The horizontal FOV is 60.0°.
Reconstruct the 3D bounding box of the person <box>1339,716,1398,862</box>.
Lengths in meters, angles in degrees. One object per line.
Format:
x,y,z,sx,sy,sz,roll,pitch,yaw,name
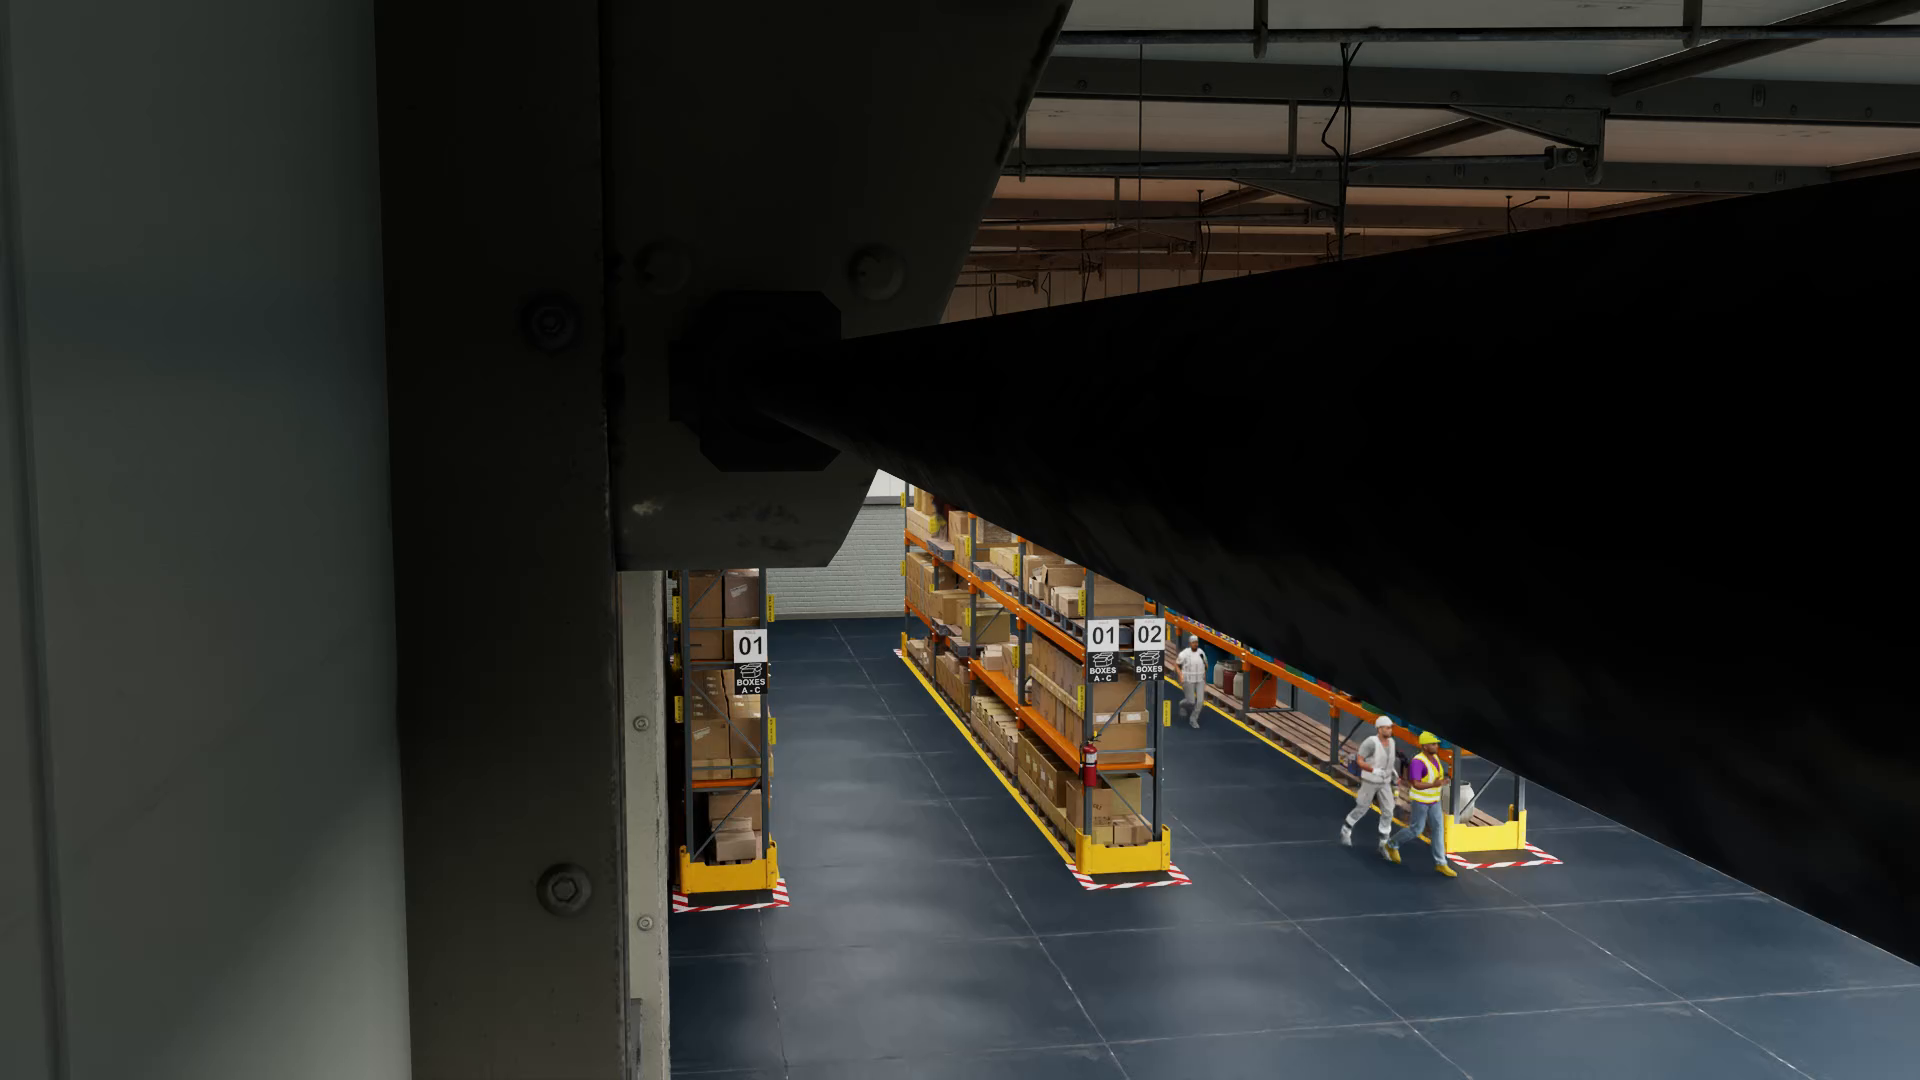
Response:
5.463,3.192,21.703,0.719,1.818,0.869,-3,7,-24,person

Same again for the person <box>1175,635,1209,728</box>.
4.117,2.491,29.408,0.616,1.627,0.550,-1,6,-13,person

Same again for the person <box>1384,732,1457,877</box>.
5.804,3.264,20.833,0.710,1.756,0.978,-5,8,-43,person
